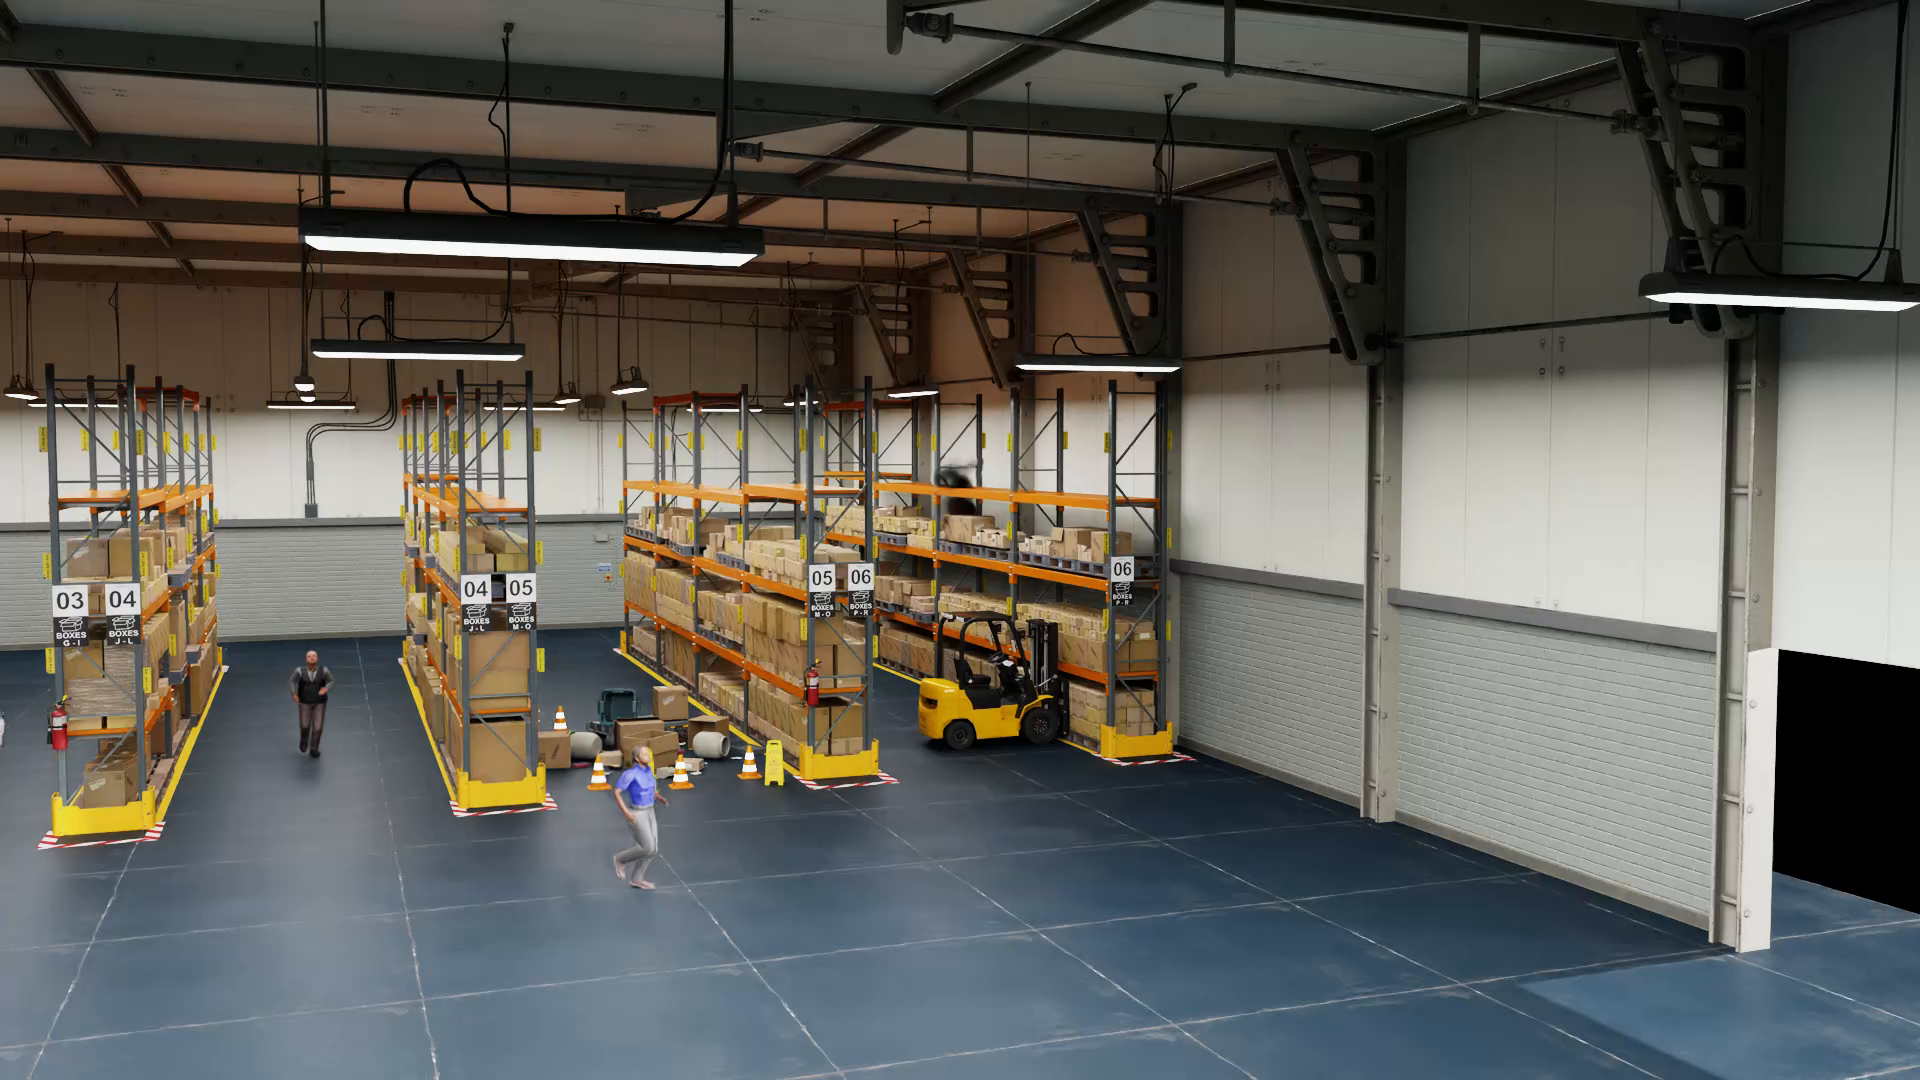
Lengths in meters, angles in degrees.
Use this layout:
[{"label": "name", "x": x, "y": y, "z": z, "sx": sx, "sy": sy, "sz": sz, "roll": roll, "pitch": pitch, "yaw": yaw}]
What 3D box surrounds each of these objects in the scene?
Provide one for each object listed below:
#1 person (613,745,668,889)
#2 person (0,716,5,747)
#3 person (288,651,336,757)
[{"label": "person", "x": -3.581, "y": 3.111, "z": 18.660, "sx": 0.568, "sy": 1.621, "sz": 0.585, "roll": 1, "pitch": 4, "yaw": 23}, {"label": "person", "x": -13.306, "y": 2.823, "z": 22.586, "sx": 0.617, "sy": 1.673, "sz": 0.876, "roll": -2, "pitch": 4, "yaw": -32}, {"label": "person", "x": -10.288, "y": 2.609, "z": 26.424, "sx": 0.703, "sy": 1.694, "sz": 0.542, "roll": -1, "pitch": 4, "yaw": -23}]
